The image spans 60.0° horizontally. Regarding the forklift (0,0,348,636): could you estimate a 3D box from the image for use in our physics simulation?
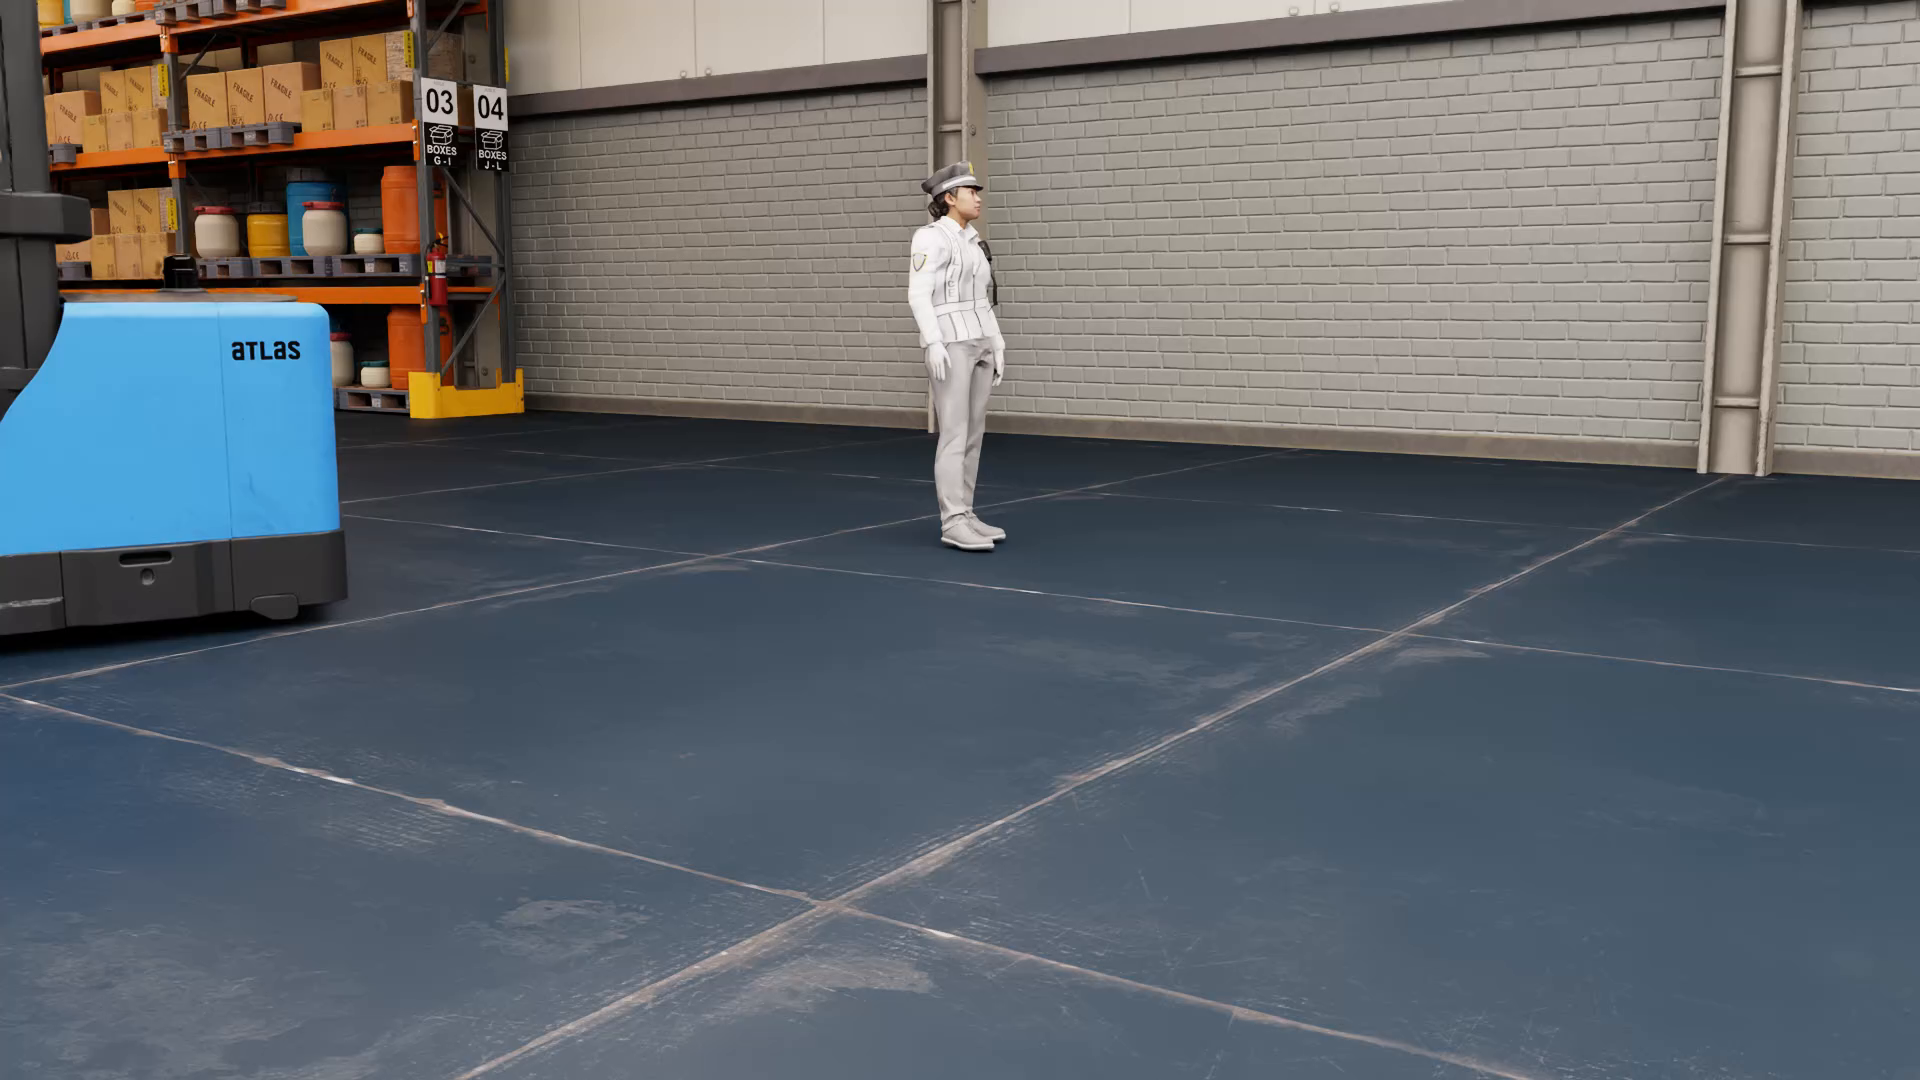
[{"bbox_3d":[-3.610,-1.119,5.063,3.031,2.935,1.130,-5,10,-33],"label":"forklift"}]

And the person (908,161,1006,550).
[{"bbox_3d":[0.053,-0.840,7.439,0.530,1.694,0.587,5,10,34],"label":"person"}]
